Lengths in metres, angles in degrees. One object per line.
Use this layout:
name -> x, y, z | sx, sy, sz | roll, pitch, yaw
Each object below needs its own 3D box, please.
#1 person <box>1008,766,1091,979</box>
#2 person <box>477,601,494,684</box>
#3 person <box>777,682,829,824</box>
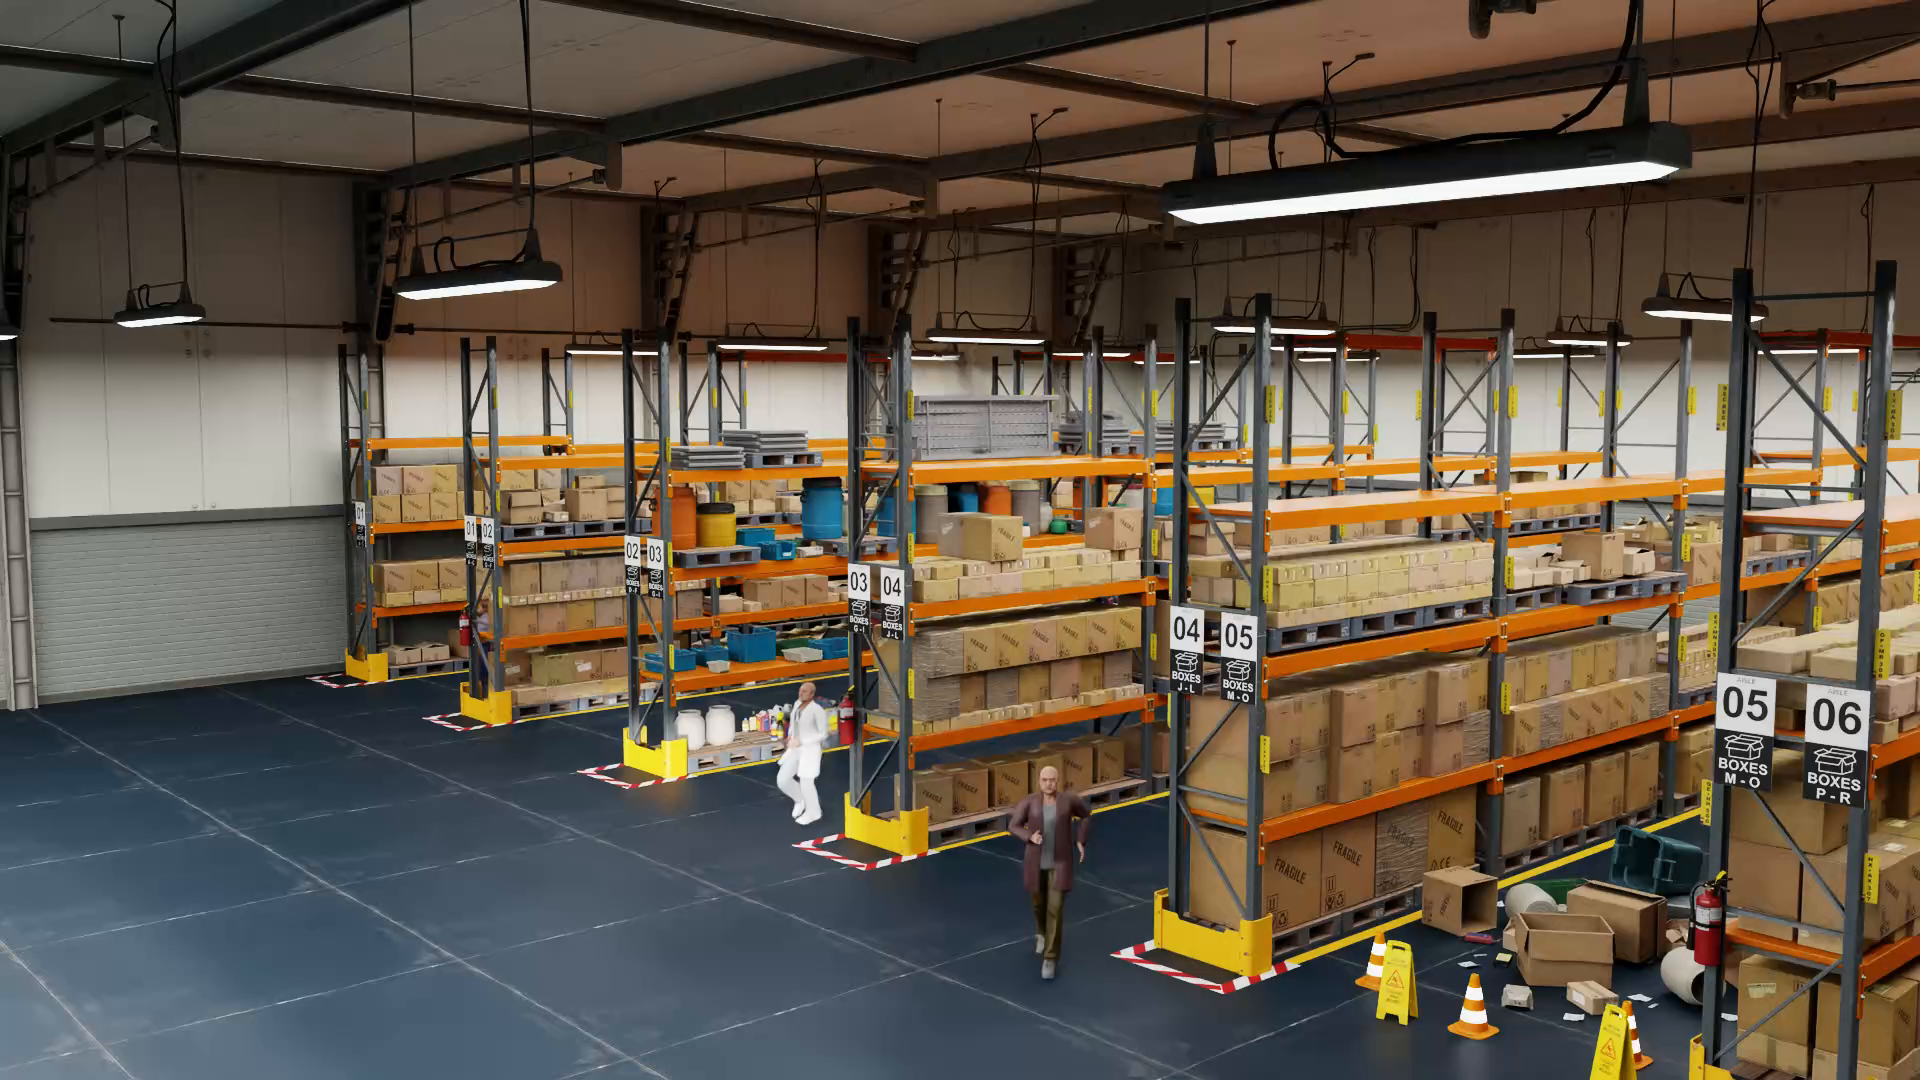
person -> 0.793, 2.914, 14.926 | 0.713, 1.793, 0.956 | 1, 5, 11
person -> -7.979, 1.834, 27.775 | 0.609, 1.630, 0.945 | 4, 6, 35
person -> -1.843, 2.542, 19.742 | 0.722, 1.745, 0.570 | 4, 7, 38
